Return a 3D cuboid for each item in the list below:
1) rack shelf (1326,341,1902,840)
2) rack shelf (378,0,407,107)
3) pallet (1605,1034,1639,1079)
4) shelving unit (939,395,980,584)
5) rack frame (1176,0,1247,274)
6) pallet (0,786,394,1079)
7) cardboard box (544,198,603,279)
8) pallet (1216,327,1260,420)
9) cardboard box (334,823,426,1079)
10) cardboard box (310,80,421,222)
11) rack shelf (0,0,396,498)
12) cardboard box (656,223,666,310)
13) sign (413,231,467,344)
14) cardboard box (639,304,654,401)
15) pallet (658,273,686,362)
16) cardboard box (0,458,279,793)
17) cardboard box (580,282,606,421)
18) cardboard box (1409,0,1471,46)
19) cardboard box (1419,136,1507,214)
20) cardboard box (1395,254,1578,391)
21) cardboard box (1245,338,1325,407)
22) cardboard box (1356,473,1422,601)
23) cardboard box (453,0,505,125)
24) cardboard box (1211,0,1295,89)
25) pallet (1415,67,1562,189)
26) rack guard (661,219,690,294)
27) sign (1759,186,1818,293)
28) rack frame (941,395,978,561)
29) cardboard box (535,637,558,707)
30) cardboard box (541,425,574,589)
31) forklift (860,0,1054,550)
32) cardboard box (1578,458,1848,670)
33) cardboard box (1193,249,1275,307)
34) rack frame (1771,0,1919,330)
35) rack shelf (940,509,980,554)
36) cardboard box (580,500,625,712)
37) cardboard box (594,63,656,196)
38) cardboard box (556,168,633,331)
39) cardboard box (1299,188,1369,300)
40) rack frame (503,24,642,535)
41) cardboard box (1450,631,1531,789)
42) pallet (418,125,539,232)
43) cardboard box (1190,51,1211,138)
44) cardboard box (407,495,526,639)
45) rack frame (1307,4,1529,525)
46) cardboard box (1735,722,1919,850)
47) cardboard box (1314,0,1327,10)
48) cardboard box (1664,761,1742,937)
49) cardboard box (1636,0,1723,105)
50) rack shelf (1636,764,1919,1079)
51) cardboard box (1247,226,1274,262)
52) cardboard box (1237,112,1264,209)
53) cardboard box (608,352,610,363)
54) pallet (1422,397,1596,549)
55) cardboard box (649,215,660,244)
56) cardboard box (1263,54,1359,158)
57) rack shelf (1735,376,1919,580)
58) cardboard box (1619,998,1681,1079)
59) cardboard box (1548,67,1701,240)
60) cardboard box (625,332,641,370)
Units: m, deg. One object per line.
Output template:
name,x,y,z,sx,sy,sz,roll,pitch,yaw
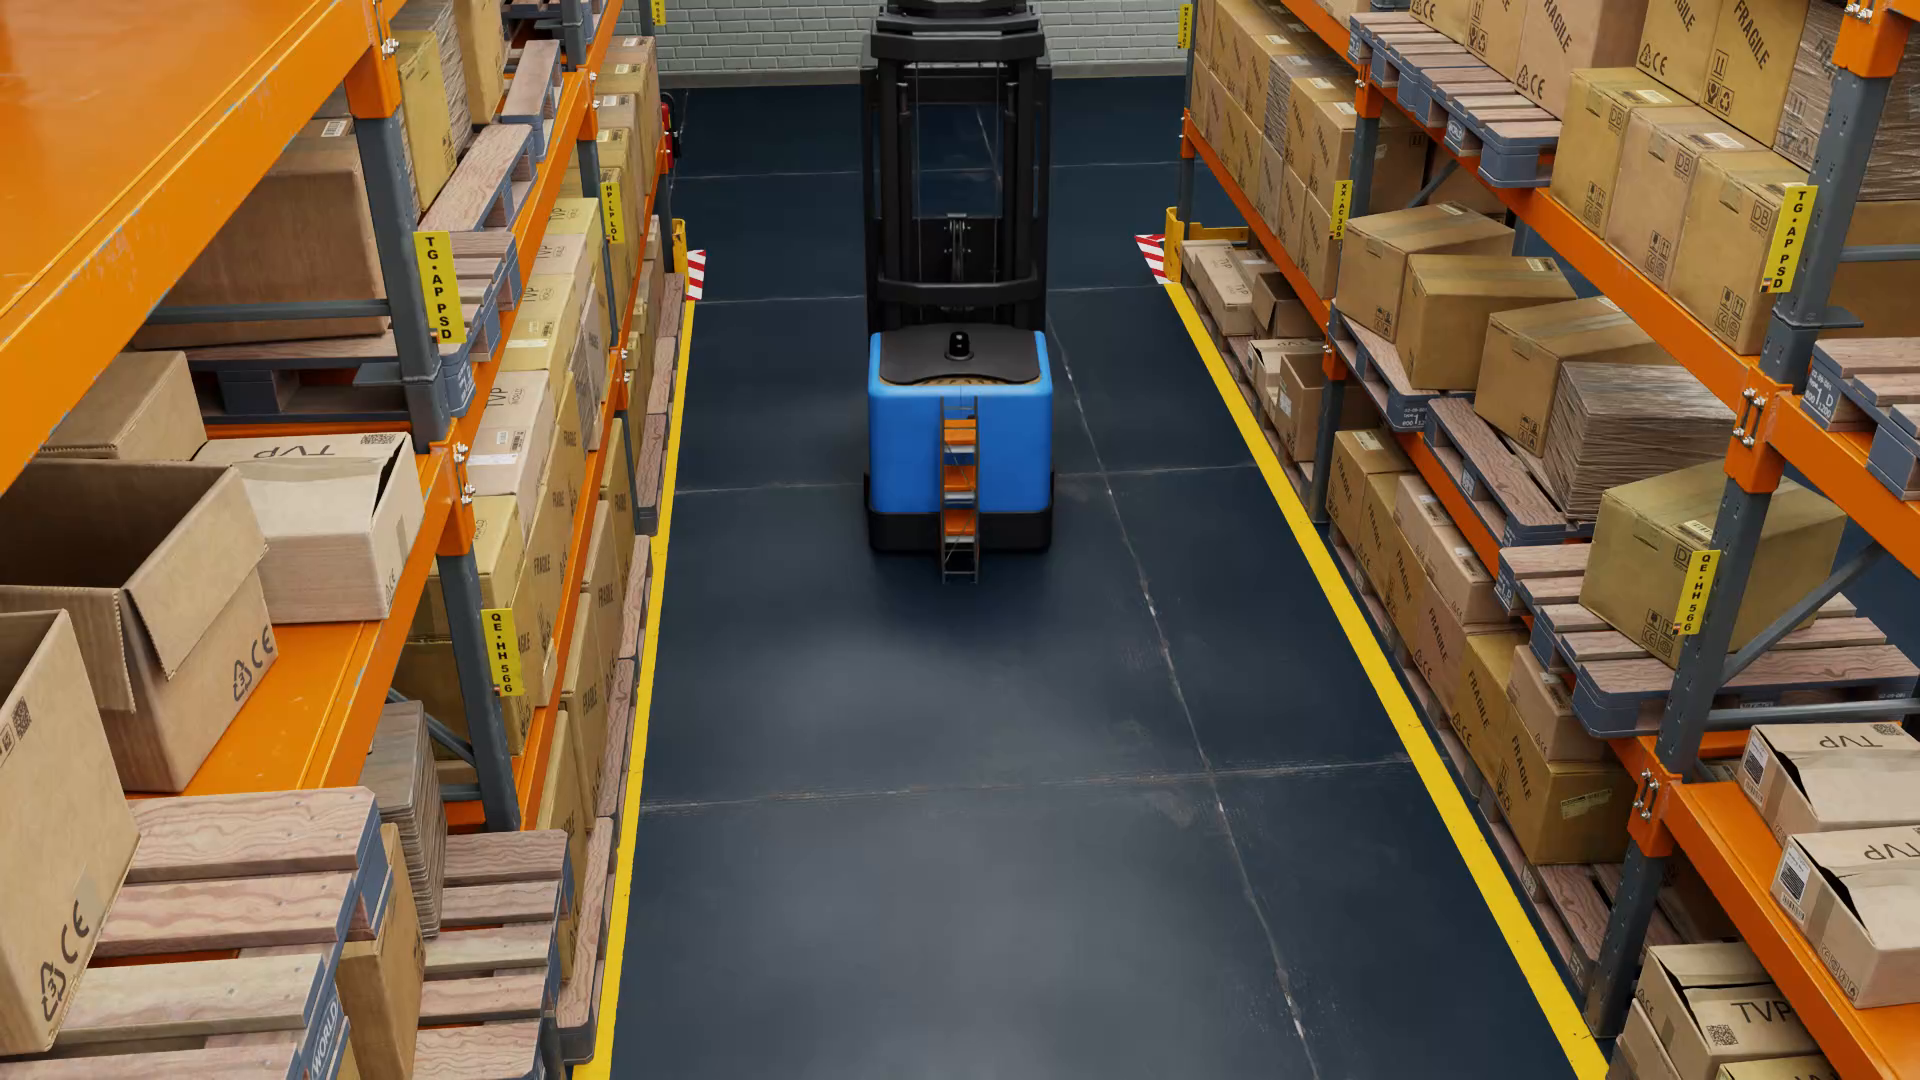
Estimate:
rack shelf,2.780,-0.105,7.702,1.077,0.370,4.000,-3,31,-5
rack shelf,-2.152,-2.269,5.865,1.077,0.370,4.000,-3,31,-5
pallet,3.005,2.227,5.816,1.003,0.211,1.213,-3,31,-5
shelving unit,-0.002,-0.268,9.175,0.215,1.050,0.252,-1,31,-1
rack frame,2.219,-3.477,12.646,1.000,3.000,0.127,-3,31,-5
pallet,-1.643,0.832,2.689,1.213,0.211,1.003,-3,31,-5
cardboard box,-2.040,-1.470,8.148,0.500,0.250,0.500,-2,31,-3
pallet,2.413,-1.212,11.574,1.003,0.211,1.213,-3,31,-5
cardboard box,-1.832,1.139,4.392,0.700,0.500,0.500,-6,31,-9
cardboard box,-2.169,-1.185,5.358,0.700,0.500,0.500,-4,31,-7
rack shelf,-1.778,-0.227,2.446,1.077,0.370,4.000,-3,31,-5
cardboard box,-2.547,-1.992,12.188,0.700,0.500,0.500,-3,31,-5
sign,-1.424,-0.688,4.547,0.100,0.325,0.005,-3,31,-5
cardboard box,-2.396,-1.208,10.875,0.700,0.500,0.500,-2,31,-3
pallet,-2.560,-1.636,12.283,1.003,0.211,1.213,-3,31,-5
cardboard box,-1.936,0.173,3.491,0.797,0.503,0.637,1,31,2
cardboard box,-1.987,-0.891,7.909,0.500,0.500,0.500,-3,31,-4
cardboard box,2.567,-2.728,7.862,0.600,0.600,0.600,-6,31,-9
cardboard box,2.829,-2.161,9.370,0.500,0.500,0.500,-2,31,-3
cardboard box,2.542,-1.057,8.088,0.700,0.500,0.500,2,31,3
cardboard box,2.187,-1.129,10.909,0.500,0.311,0.500,-3,31,-5
cardboard box,2.457,-0.020,8.867,0.500,0.500,0.500,-2,31,-4
cardboard box,-2.249,-1.979,6.687,0.700,0.500,0.500,-3,31,-6
cardboard box,2.055,-3.443,11.517,0.500,0.500,0.500,-2,31,-4
pallet,2.684,-1.776,7.056,1.213,0.211,1.003,-3,31,-5
rack guard,-2.715,-2.177,12.907,1.175,0.500,0.348,-3,31,-5
sign,2.426,-0.877,4.864,0.100,0.325,0.005,-3,31,-5
rack frame,-0.005,-0.330,9.279,0.200,1.050,0.008,-1,31,-1
cardboard box,-1.720,0.498,6.216,0.380,0.149,0.250,-2,31,-3
cardboard box,-1.840,-0.114,6.608,0.500,0.500,0.500,-3,31,-5
forklift,-0.028,-1.920,10.107,1.130,2.935,3.031,-1,31,-1
cardboard box,2.796,0.068,6.203,0.700,0.500,0.500,-13,33,-21
cardboard box,2.034,-1.939,12.323,0.500,0.250,0.500,-3,31,-5
rack frame,2.967,-1.968,4.269,1.000,3.000,0.127,-3,31,-5
rack shelf,-0.002,-0.020,9.323,0.215,0.259,0.240,-1,31,-1
cardboard box,-2.062,0.327,7.965,0.750,0.750,0.750,-2,31,-3
cardboard box,-2.576,-2.735,11.112,0.980,0.700,0.700,-3,31,-5
cardboard box,-2.373,-1.602,9.214,0.980,0.700,0.700,-2,31,-4
cardboard box,2.291,-1.720,9.608,0.500,0.500,0.500,-2,31,-4
rack frame,-2.339,-1.195,8.826,1.000,3.000,0.127,-3,31,-5
cardboard box,2.598,0.761,7.559,0.500,0.500,0.500,-4,31,-6
pallet,-2.185,-1.257,6.188,1.003,0.211,1.213,-1,31,-2
cardboard box,1.998,-3.281,12.219,0.500,0.500,0.500,-2,31,-4
cardboard box,-1.753,0.087,5.541,0.500,0.250,0.500,-2,31,-3
rack frame,2.593,-1.435,9.227,1.000,3.000,0.127,-3,31,-5
cardboard box,2.957,0.834,5.516,0.500,0.311,0.500,-1,31,-1
cardboard box,2.247,-3.149,9.318,0.500,0.250,0.500,-3,31,-5
cardboard box,3.209,1.246,6.748,0.500,0.500,0.500,-1,31,-2
cardboard box,2.837,-1.896,6.002,0.500,0.500,0.500,-3,31,-5
rack shelf,3.154,1.938,4.282,1.077,0.370,4.000,-3,31,-5
cardboard box,2.515,-2.327,12.729,0.500,0.500,0.500,-3,31,-5
cardboard box,2.141,-2.506,10.922,0.500,0.500,0.500,-2,31,-4
cardboard box,-2.025,-0.937,8.619,0.380,0.149,0.250,-2,31,-4
pallet,2.780,-0.303,7.519,1.003,0.211,1.213,-3,31,-5
cardboard box,-2.354,-2.214,11.927,0.380,0.149,0.250,-3,31,-5
cardboard box,2.191,-2.671,10.224,0.500,0.500,0.500,-3,31,-4
rack shelf,3.154,0.650,3.513,1.077,0.370,4.000,-3,31,-5
cardboard box,2.723,1.889,5.934,0.500,0.250,0.500,-3,31,-5
cardboard box,2.796,-1.470,6.263,0.910,0.500,0.500,-3,31,-5
cardboard box,-2.157,-1.151,10.148,0.380,0.149,0.250,-2,31,-3
